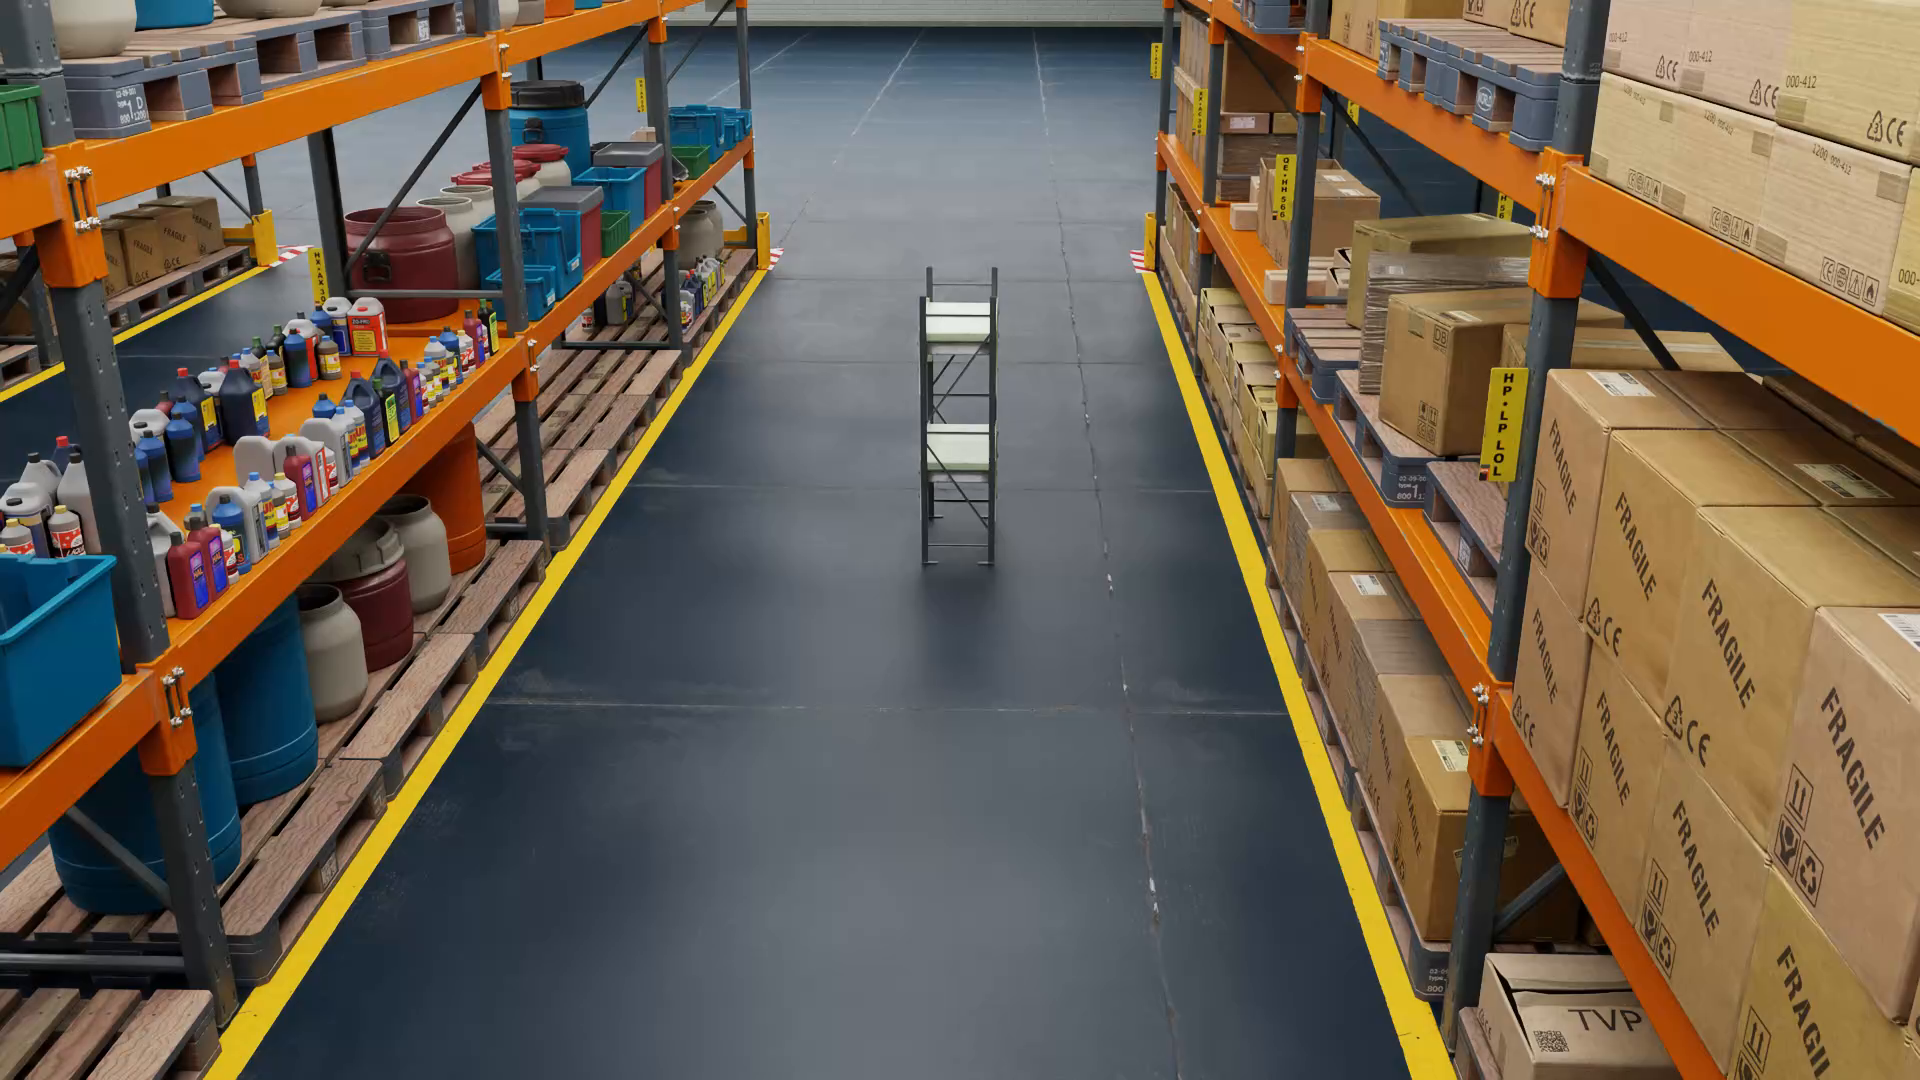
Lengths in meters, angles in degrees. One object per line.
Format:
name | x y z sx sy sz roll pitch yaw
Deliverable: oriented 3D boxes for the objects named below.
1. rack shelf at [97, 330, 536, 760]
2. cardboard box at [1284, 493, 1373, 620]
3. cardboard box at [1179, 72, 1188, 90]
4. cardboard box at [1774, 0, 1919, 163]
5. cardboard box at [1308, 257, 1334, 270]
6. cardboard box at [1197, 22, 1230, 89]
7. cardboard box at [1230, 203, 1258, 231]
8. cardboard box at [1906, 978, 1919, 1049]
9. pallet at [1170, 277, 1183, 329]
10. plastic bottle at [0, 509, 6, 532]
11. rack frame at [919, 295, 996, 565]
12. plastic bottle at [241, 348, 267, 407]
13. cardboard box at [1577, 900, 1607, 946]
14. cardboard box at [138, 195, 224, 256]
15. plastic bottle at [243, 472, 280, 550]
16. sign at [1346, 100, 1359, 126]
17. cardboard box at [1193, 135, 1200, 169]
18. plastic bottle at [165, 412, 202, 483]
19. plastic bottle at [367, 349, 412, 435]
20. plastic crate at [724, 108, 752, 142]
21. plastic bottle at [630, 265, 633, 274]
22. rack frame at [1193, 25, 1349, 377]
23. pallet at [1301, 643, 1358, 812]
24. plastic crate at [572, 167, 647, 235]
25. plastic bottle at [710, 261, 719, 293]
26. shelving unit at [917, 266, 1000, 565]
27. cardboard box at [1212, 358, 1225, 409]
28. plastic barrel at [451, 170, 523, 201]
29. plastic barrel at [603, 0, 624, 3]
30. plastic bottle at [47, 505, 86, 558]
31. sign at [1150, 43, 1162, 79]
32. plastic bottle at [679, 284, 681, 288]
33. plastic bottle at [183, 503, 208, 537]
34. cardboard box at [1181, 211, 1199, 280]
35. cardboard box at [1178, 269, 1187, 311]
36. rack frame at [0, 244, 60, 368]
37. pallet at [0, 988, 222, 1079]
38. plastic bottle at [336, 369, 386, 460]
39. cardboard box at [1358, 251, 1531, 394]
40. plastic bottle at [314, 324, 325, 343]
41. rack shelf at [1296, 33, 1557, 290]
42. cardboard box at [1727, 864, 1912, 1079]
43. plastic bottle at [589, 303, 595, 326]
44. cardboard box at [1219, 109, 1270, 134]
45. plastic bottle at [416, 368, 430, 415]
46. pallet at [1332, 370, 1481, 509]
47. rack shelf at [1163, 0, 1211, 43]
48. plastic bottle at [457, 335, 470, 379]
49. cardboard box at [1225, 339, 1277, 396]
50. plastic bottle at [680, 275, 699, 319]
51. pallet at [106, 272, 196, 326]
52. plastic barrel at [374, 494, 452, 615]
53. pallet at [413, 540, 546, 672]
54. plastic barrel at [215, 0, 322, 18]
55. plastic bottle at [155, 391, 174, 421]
rack shelf | -2.833 -0.216 6.934 1.077 0.370 4.000 1 21 2
cardboard box | 1.869 0.092 7.992 0.500 0.500 0.500 0 21 0
cardboard box | 2.181 -4.135 15.004 0.380 0.149 0.250 1 21 2
cardboard box | 1.754 -0.799 2.812 0.500 0.250 0.500 1 21 2
cardboard box | 2.162 -1.563 9.759 0.380 0.149 0.250 2 21 6
cardboard box | 2.354 -4.021 13.814 0.700 0.500 0.500 1 21 2
cardboard box | 2.070 -2.230 11.476 0.380 0.149 0.250 1 21 2
cardboard box | 1.700 0.627 2.246 0.500 0.500 0.500 1 21 3
pallet | 2.401 -2.094 14.635 1.003 0.211 1.213 1 21 2
plastic bottle | -3.243 -0.004 5.554 0.061 0.283 0.133 1 21 2
rack frame | -0.011 -0.569 8.923 0.400 1.500 0.023 1 21 2
plastic bottle | -3.164 -0.721 7.419 0.097 0.271 0.097 0 21 0
cardboard box | 2.316 1.016 5.612 0.500 0.500 0.500 0 21 -1
cardboard box | -7.515 -3.026 16.057 0.500 0.500 0.500 5 22 12
plastic bottle | -2.457 -0.105 5.832 0.097 0.271 0.097 0 21 0
sign | 2.843 -3.165 12.049 0.100 0.325 0.005 1 21 2
cardboard box | 2.351 -3.429 14.083 0.700 0.500 0.500 1 21 3
plastic bottle | -3.042 -0.367 6.505 0.097 0.271 0.097 0 21 0
plastic bottle | -2.439 -0.630 7.075 0.144 0.351 0.185 1 21 2
plastic crate | -2.245 -3.913 15.674 0.499 0.251 0.616 1 21 2
plastic bottle | -2.906 -2.324 14.536 0.097 0.271 0.097 0 21 0
rack frame | 2.301 -2.665 12.251 1.000 3.000 0.127 1 21 2
pallet | 2.079 0.791 7.199 1.003 0.211 1.213 1 21 2
plastic crate | -2.373 -2.311 11.361 0.392 0.384 0.575 1 21 2
plastic bottle | -2.185 -2.293 14.448 0.152 0.276 0.135 0 21 0
shelving unit | 0.000 -0.702 9.264 0.431 1.500 0.755 1 21 2
cardboard box | 2.011 -1.064 11.344 0.500 0.250 0.500 0 21 0
plastic barrel | -2.934 -2.019 10.398 0.433 0.535 0.433 0 21 0
plastic barrel | -2.469 -3.930 10.672 0.600 0.901 0.600 0 21 0
plastic bottle | -3.068 -0.019 5.706 0.097 0.201 0.097 0 21 0
sign | 1.868 -4.560 15.828 0.100 0.325 0.005 1 21 2
plastic bottle | -2.327 -1.995 13.687 0.097 0.271 0.097 0 21 0
plastic bottle | -2.613 -0.026 5.723 0.097 0.201 0.097 0 21 0
cardboard box | 2.135 -2.460 13.906 0.500 0.500 0.500 1 21 2
cardboard box | 2.122 -2.111 14.042 0.500 0.250 0.500 1 21 2
rack frame | -7.601 -2.775 12.535 1.000 3.000 0.127 1 21 2
pallet | -2.877 1.738 4.758 1.003 0.211 1.213 1 21 2
plastic bottle | -2.449 -0.515 6.778 0.144 0.351 0.185 1 21 2
cardboard box | 2.054 -0.904 6.992 0.700 0.500 0.500 5 22 12
plastic bottle | -3.142 -0.952 8.111 0.097 0.201 0.097 0 21 0
rack shelf | 2.118 -1.559 6.247 1.077 0.370 4.000 1 21 2
cardboard box | 1.726 0.912 2.893 0.500 0.500 0.500 0 21 1
plastic bottle | -2.965 -1.837 13.264 0.061 0.283 0.133 2 21 4
cardboard box | 2.095 -3.115 12.375 0.380 0.149 0.250 1 21 2
plastic bottle | -2.407 -0.660 7.357 0.097 0.201 0.097 0 21 0
pallet | 2.125 -0.426 6.746 1.003 0.211 1.213 1 21 2
rack shelf | 2.362 -4.451 13.702 1.077 0.370 4.000 1 21 2
plastic bottle | -2.389 -0.871 7.901 0.097 0.201 0.097 0 21 0
cardboard box | 1.994 -1.138 10.760 0.500 0.311 0.500 1 21 3
plastic bottle | -2.211 -1.978 13.534 0.144 0.351 0.185 1 21 3
pallet | -7.581 -2.161 14.806 1.003 0.211 1.213 1 21 2
plastic barrel | -2.697 0.072 8.056 0.421 0.512 0.421 0 21 0
pallet | -2.754 0.311 8.436 1.003 0.211 1.213 1 21 2
plastic barrel | -2.675 -2.289 6.368 0.433 0.535 0.433 0 21 0
plastic bottle | -3.206 -0.451 6.706 0.061 0.283 0.133 1 21 2
